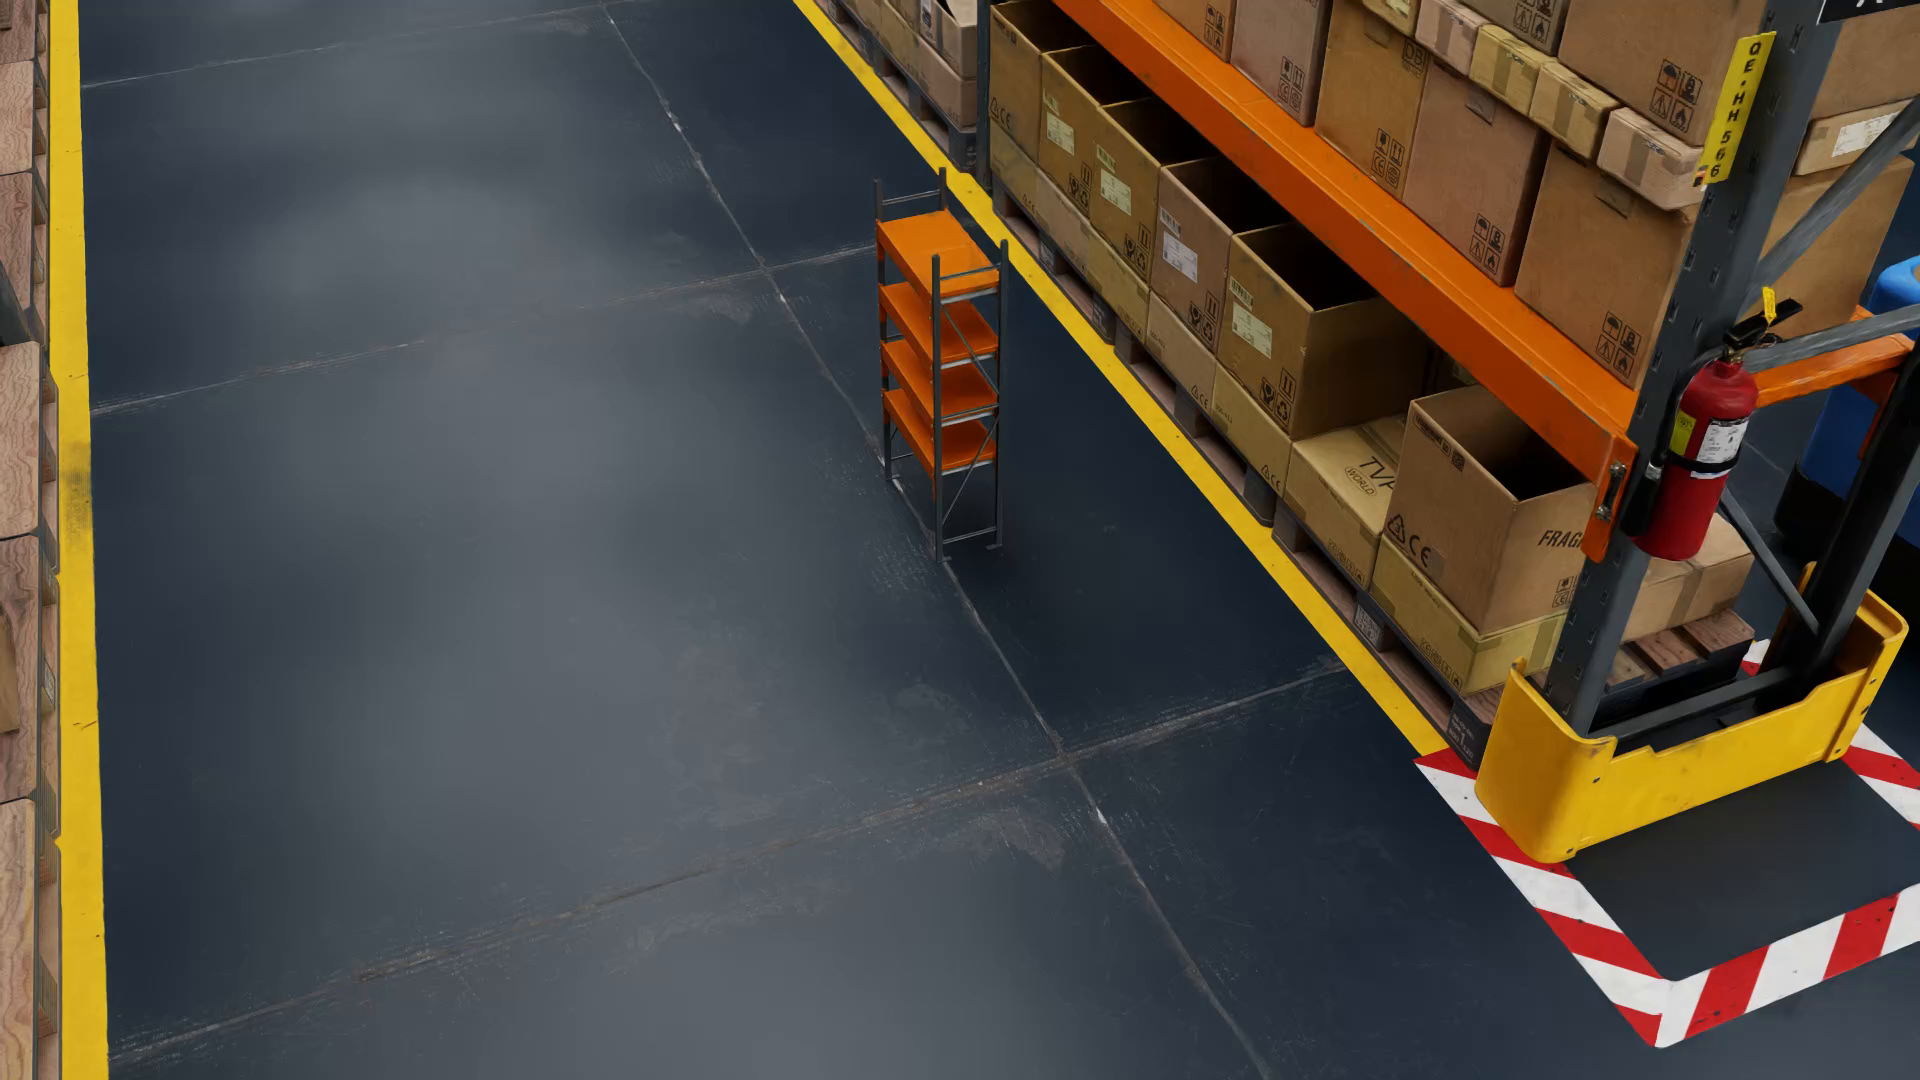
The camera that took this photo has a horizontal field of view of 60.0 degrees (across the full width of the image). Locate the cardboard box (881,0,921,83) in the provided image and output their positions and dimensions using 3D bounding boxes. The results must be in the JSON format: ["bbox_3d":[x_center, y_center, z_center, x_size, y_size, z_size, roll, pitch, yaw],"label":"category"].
[{"bbox_3d":[-0.060,-2.483,8.124,0.500,0.250,0.500,-16,43,-18],"label":"cardboard box"}]

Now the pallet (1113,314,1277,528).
[{"bbox_3d":[1.294,-0.601,6.287,1.003,0.211,1.213,-15,43,-17],"label":"pallet"}]

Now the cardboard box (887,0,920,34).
[{"bbox_3d":[-0.067,-2.697,7.943,0.500,0.311,0.500,-14,43,-16],"label":"cardboard box"}]

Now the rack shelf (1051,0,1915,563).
[{"bbox_3d":[1.323,-1.406,5.637,1.077,0.370,4.000,-15,43,-17],"label":"rack shelf"}]

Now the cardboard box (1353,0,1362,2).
[{"bbox_3d":[1.269,-1.720,4.876,0.380,0.149,0.250,-14,43,-16],"label":"cardboard box"}]

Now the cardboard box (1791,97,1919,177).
[{"bbox_3d":[2.137,-1.048,4.094,0.380,0.149,0.250,-15,43,-17],"label":"cardboard box"}]

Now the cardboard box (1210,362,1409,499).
[{"bbox_3d":[1.215,-0.439,5.747,0.500,0.250,0.500,-15,43,-17],"label":"cardboard box"}]

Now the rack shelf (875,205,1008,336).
[{"bbox_3d":[-0.063,-0.853,5.219,0.258,0.148,0.480,-15,43,-17],"label":"rack shelf"}]

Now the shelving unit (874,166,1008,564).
[{"bbox_3d":[-0.063,-0.555,5.475,0.258,1.200,0.503,-15,43,-17],"label":"shelving unit"}]

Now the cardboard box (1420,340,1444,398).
[{"bbox_3d":[1.693,-0.853,5.652,0.500,0.500,0.500,-15,43,-17],"label":"cardboard box"}]

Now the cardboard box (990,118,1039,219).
[{"bbox_3d":[0.455,-1.646,7.150,0.500,0.250,0.500,-15,43,-17],"label":"cardboard box"}]

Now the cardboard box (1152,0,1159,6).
[{"bbox_3d":[0.941,-2.340,6.094,0.700,0.500,0.500,-16,43,-17],"label":"cardboard box"}]

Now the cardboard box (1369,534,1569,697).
[{"bbox_3d":[1.610,0.160,5.050,0.500,0.250,0.500,-15,43,-17],"label":"cardboard box"}]

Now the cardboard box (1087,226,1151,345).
[{"bbox_3d":[0.828,-1.041,6.446,0.500,0.250,0.500,-15,43,-17],"label":"cardboard box"}]

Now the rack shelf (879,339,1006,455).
[{"bbox_3d":[-0.063,-0.504,5.519,0.258,0.148,0.480,-15,43,-17],"label":"rack shelf"}]

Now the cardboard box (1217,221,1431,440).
[{"bbox_3d":[1.212,-0.723,5.502,0.500,0.500,0.500,-15,43,-17],"label":"cardboard box"}]

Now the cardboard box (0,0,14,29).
[{"bbox_3d":[-5.224,-2.854,8.348,0.700,0.500,0.500,-15,43,-16],"label":"cardboard box"}]

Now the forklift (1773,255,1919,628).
[{"bbox_3d":[4.329,-1.325,5.043,3.031,2.935,1.130,-20,45,-22],"label":"forklift"}]

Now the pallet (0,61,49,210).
[{"bbox_3d":[-4.787,-1.793,7.673,1.003,0.211,1.213,-15,43,-17],"label":"pallet"}]

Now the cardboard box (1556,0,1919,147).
[{"bbox_3d":[1.901,-1.320,3.913,0.700,0.500,0.500,-15,43,-17],"label":"cardboard box"}]

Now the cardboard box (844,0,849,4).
[{"bbox_3d":[-0.450,-3.098,8.839,0.500,0.250,0.500,-14,43,-16],"label":"cardboard box"}]

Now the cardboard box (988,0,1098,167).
[{"bbox_3d":[0.446,-1.927,6.902,0.500,0.500,0.500,-15,43,-17],"label":"cardboard box"}]

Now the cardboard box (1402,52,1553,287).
[{"bbox_3d":[1.716,-1.112,4.666,0.700,0.500,0.500,-14,43,-16],"label":"cardboard box"}]

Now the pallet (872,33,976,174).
[{"bbox_3d":[0.240,-2.261,8.217,1.003,0.211,1.213,-15,43,-17],"label":"pallet"}]

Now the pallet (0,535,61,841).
[{"bbox_3d":[-3.257,0.543,4.956,1.003,0.211,1.213,-15,43,-17],"label":"pallet"}]

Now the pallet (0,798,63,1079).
[{"bbox_3d":[-2.794,1.277,4.103,1.003,0.211,1.213,-15,43,-17],"label":"pallet"}]

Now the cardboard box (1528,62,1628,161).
[{"bbox_3d":[1.665,-1.098,4.152,0.380,0.149,0.250,-14,43,-16],"label":"cardboard box"}]

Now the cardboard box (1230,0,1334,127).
[{"bbox_3d":[1.327,-1.728,5.383,0.700,0.500,0.500,-14,43,-16],"label":"cardboard box"}]

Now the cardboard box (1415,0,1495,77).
[{"bbox_3d":[1.473,-1.404,4.508,0.380,0.149,0.250,-15,43,-16],"label":"cardboard box"}]

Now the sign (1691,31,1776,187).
[{"bbox_3d":[1.582,-0.876,3.399,0.100,0.325,0.005,-15,43,-17],"label":"sign"}]

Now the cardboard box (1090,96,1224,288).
[{"bbox_3d":[0.829,-1.325,6.202,0.500,0.500,0.500,-15,43,-17],"label":"cardboard box"}]

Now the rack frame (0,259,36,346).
[{"bbox_3d":[-4.017,-1.646,5.363,1.000,3.000,0.127,-15,43,-17],"label":"rack frame"}]

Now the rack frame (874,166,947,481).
[{"bbox_3d":[-0.157,-0.702,5.646,0.240,1.200,0.015,-15,43,-17],"label":"rack frame"}]

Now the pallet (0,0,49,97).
[{"bbox_3d":[-5.250,-2.527,8.527,1.003,0.211,1.213,-15,43,-17],"label":"pallet"}]
